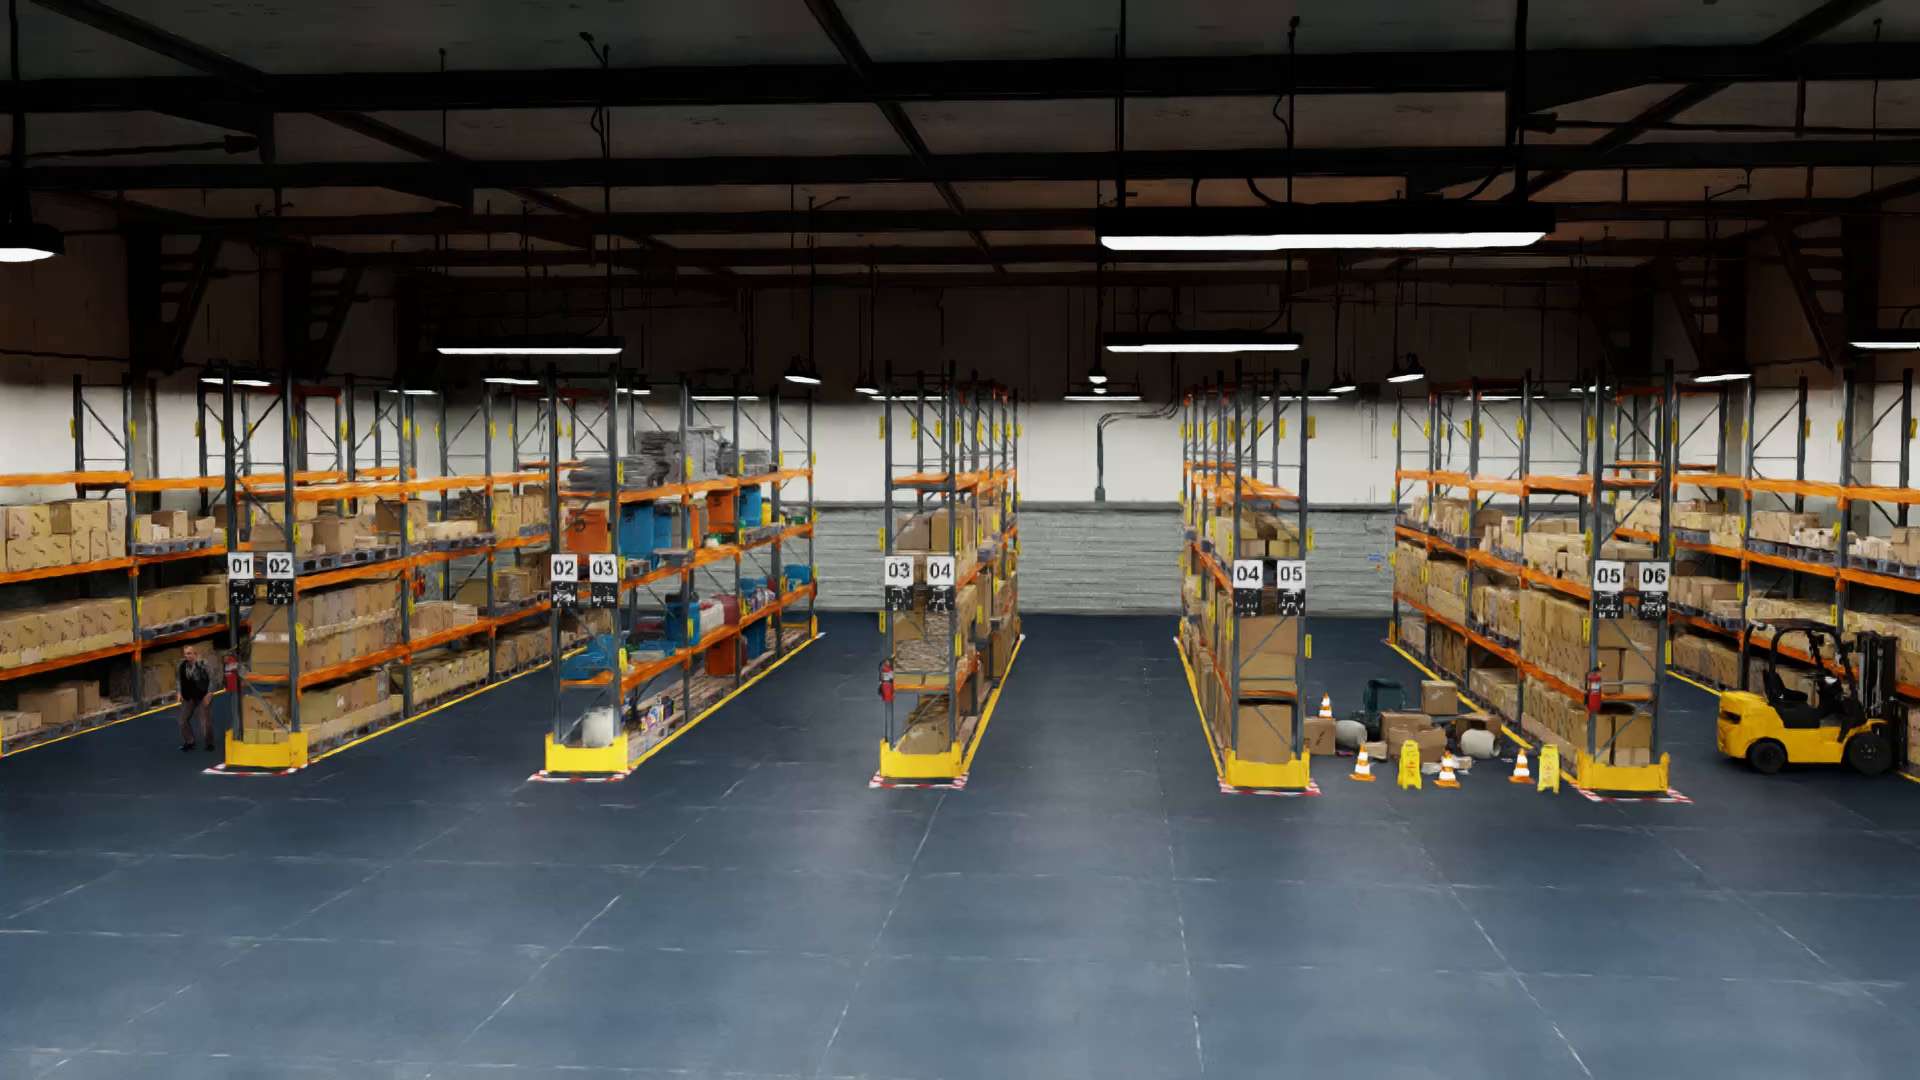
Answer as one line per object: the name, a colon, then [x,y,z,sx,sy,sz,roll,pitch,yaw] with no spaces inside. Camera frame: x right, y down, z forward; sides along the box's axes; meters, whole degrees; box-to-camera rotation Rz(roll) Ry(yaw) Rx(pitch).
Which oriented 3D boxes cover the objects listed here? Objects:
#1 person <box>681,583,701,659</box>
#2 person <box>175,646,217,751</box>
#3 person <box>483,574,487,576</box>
person: [-5.947,1.767,36.296,0.682,1.711,0.542,0,4,3]
person: [-11.915,2.468,25.939,0.677,1.674,0.534,0,4,3]
person: [-11.056,1.655,38.841,0.384,1.717,0.559,-2,4,-23]
